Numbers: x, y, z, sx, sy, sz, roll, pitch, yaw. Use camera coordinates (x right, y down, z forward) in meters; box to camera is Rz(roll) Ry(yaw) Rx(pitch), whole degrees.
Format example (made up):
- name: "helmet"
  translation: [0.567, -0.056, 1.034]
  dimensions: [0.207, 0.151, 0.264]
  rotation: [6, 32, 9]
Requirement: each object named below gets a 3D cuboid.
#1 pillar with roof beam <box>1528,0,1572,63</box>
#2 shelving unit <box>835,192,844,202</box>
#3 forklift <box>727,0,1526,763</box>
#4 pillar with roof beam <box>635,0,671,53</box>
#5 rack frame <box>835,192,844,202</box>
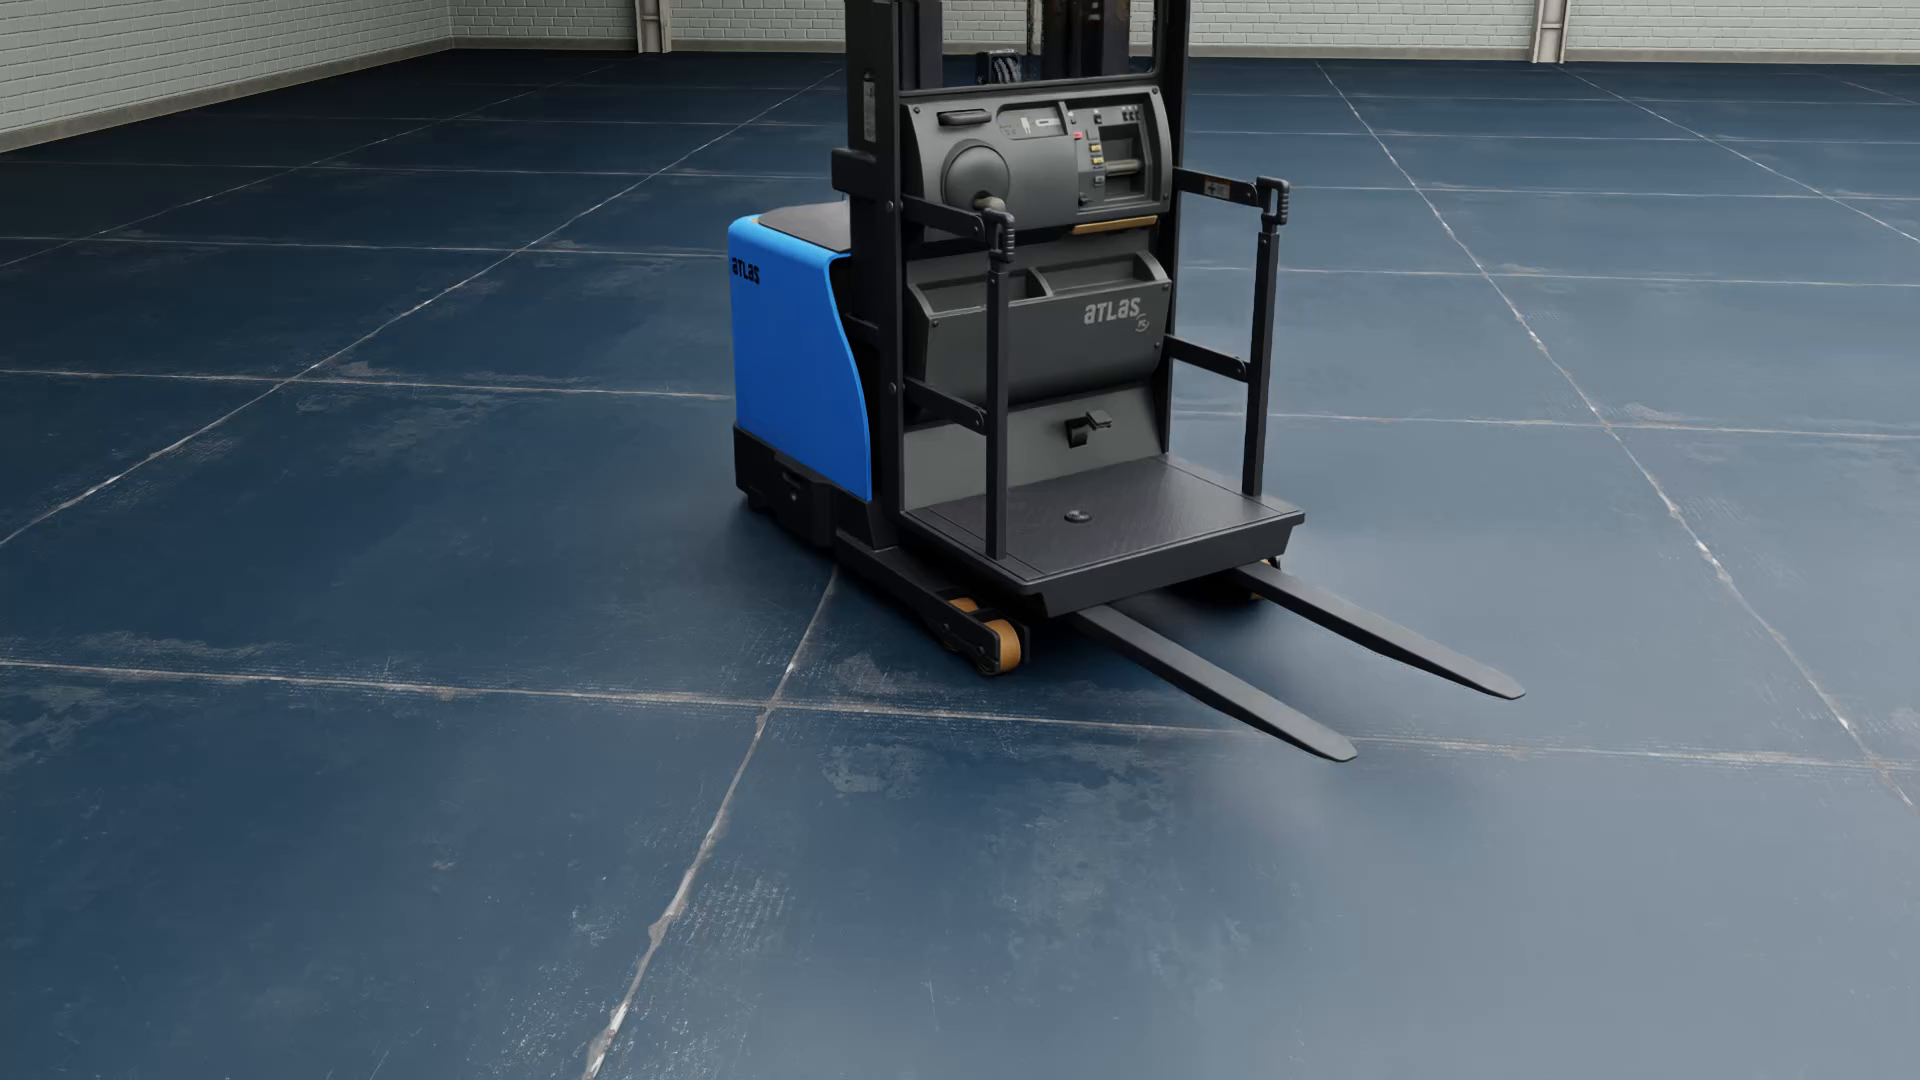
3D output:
- name: "pillar with roof beam"
  translation: [7.172, -8.885, 16.174]
  dimensions: [0.400, 9.000, 9.100]
  rotation: [2, 22, 6]
- name: "shelving unit"
  translation: [-0.344, -0.855, 6.672]
  dimensions: [0.252, 1.050, 0.215]
  rotation: [1, 22, 4]
- name: "forklift"
  translation: [0.375, -1.159, 4.885]
  dimensions: [1.130, 2.935, 3.031]
  rotation: [-13, 25, -30]
- name: "pillar with roof beam"
  translation: [-4.745, -9.404, 17.487]
  dimensions: [0.400, 9.000, 9.100]
  rotation: [2, 22, 6]
- name: "rack frame"
  translation: [-0.466, -0.857, 6.679]
  dimensions: [0.008, 1.050, 0.200]
  rotation: [1, 22, 4]
